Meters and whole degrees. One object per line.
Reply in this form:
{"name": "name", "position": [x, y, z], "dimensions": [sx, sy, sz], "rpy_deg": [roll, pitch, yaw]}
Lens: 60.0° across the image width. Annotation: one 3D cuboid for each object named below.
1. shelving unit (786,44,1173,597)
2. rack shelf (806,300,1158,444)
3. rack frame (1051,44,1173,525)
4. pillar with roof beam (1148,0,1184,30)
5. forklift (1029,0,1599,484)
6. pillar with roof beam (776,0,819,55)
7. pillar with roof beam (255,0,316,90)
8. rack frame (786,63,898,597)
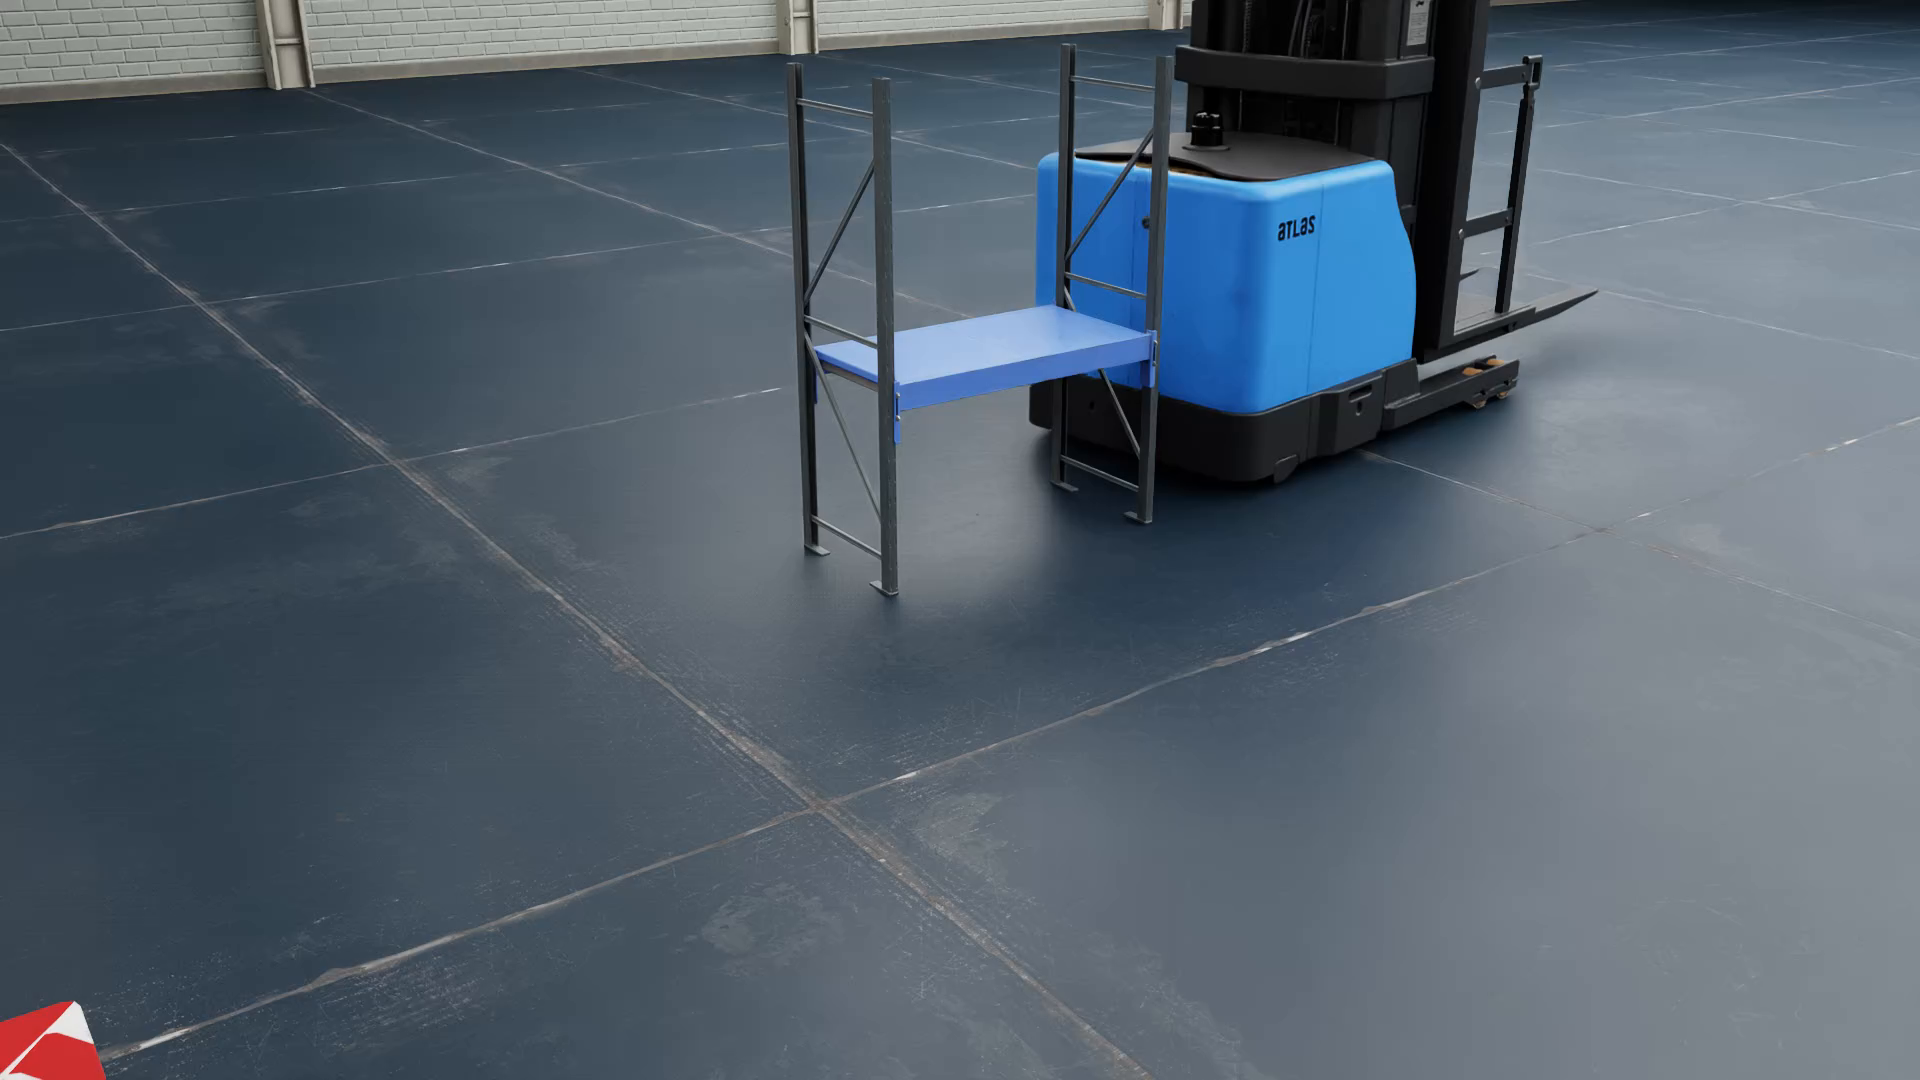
{"name": "shelving unit", "position": [0.069, -0.715, 5.165], "dimensions": [1.048, 1.500, 0.538], "rpy_deg": [-15, 26, -33]}
{"name": "rack shelf", "position": [0.069, -0.548, 5.231], "dimensions": [1.000, 0.185, 0.538], "rpy_deg": [-15, 26, -33]}
{"name": "rack frame", "position": [0.482, -0.825, 5.440], "dimensions": [0.032, 1.500, 0.500], "rpy_deg": [-15, 26, -33]}
{"name": "pillar with roof beam", "position": [5.416, -10.119, 18.614], "dimensions": [0.400, 9.000, 9.100], "rpy_deg": [-15, 26, -33]}
{"name": "forklift", "position": [1.660, -2.011, 6.481], "dimensions": [1.130, 2.935, 3.031], "rpy_deg": [20, 29, 41]}
{"name": "pillar with roof beam", "position": [0.545, -8.821, 15.360], "dimensions": [0.400, 9.000, 9.100], "rpy_deg": [-15, 26, -33]}
{"name": "pillar with roof beam", "position": [-4.325, -7.522, 12.105], "dimensions": [0.400, 9.000, 9.100], "rpy_deg": [-15, 26, -33]}
{"name": "rack frame", "position": [-0.343, -0.605, 4.889], "dimensions": [0.032, 1.500, 0.500], "rpy_deg": [-15, 26, -33]}
